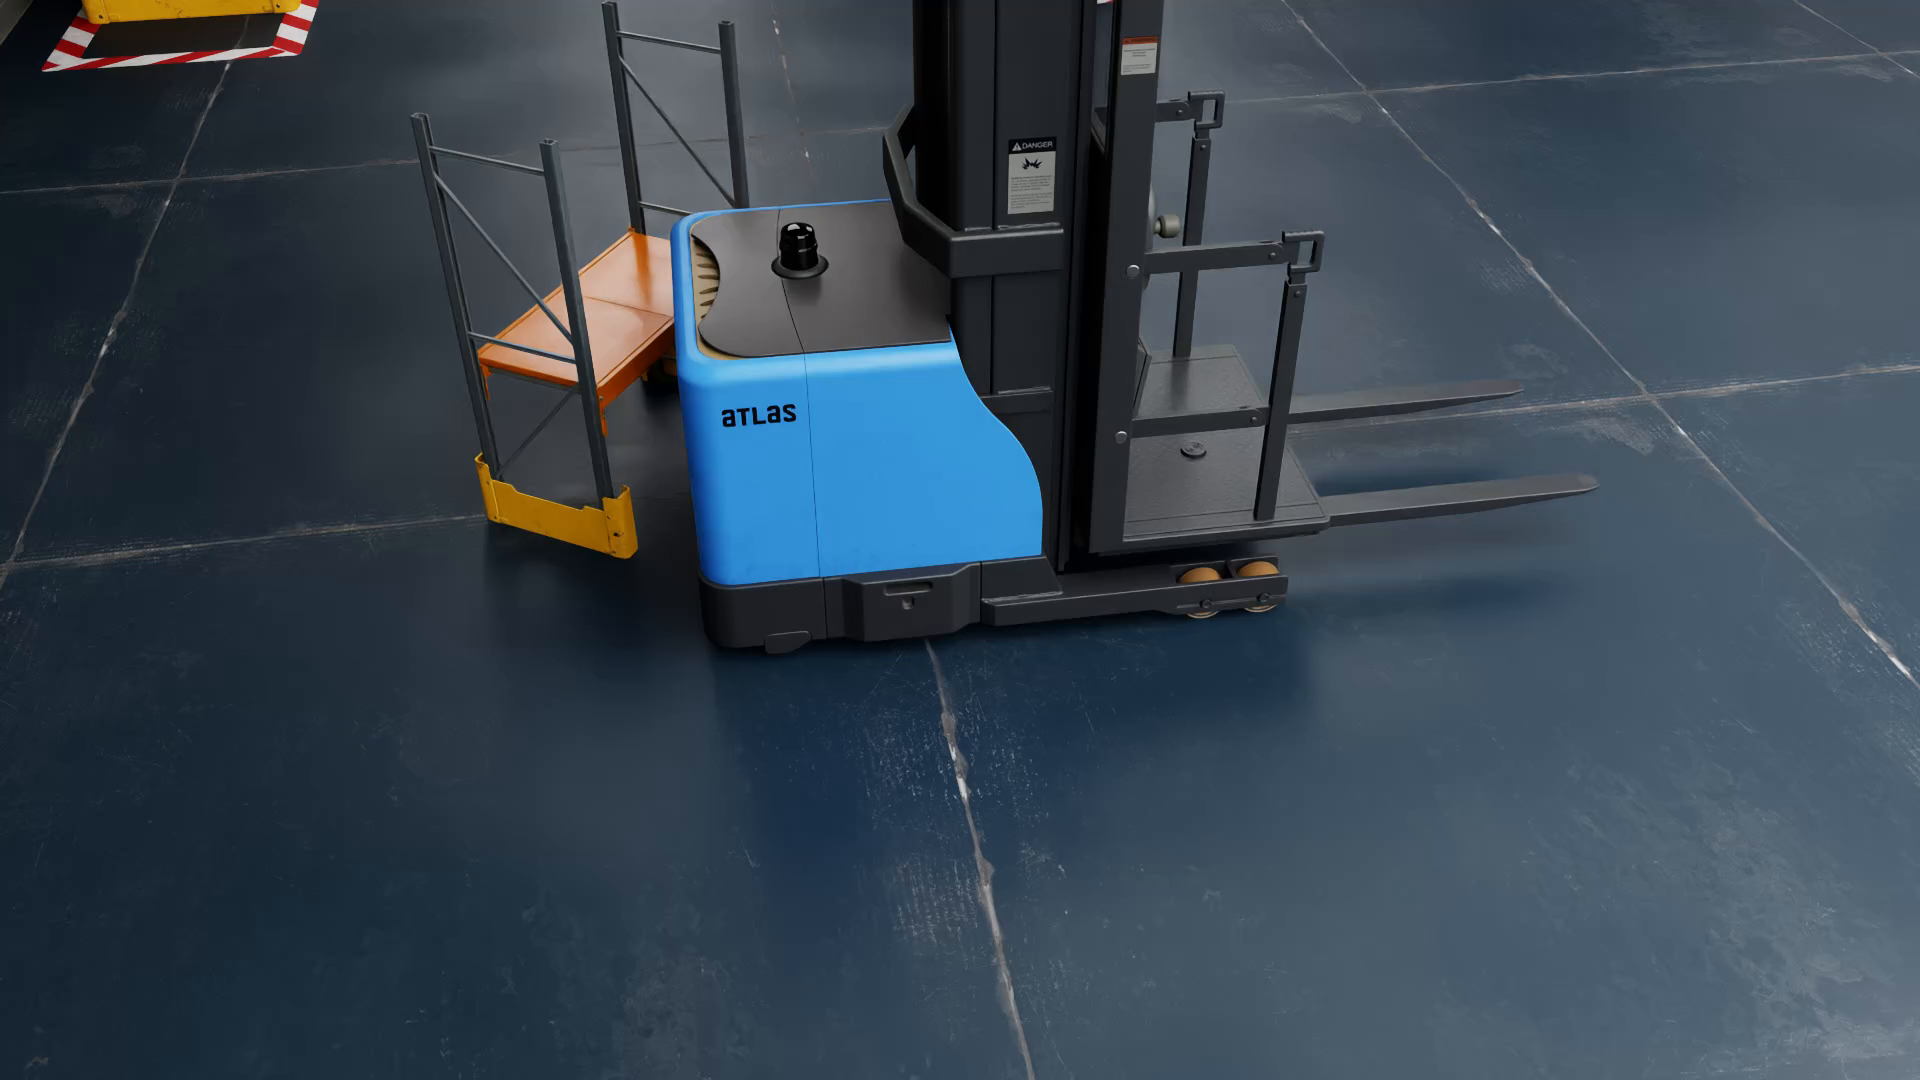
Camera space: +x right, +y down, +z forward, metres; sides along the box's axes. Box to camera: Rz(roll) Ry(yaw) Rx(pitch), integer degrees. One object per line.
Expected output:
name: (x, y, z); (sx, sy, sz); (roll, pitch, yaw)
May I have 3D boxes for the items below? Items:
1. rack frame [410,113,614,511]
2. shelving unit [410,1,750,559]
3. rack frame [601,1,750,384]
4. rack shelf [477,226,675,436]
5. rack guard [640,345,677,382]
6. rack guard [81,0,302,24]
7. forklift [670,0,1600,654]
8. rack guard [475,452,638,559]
rack frame: (-1.392, -0.608, 5.310); (0.500, 1.500, 0.032); (15, 40, 18)
shelving unit: (-1.185, -0.899, 5.685); (0.587, 1.500, 1.083); (15, 40, 18)
rack frame: (-0.985, -1.180, 6.046); (0.500, 1.500, 0.032); (15, 40, 18)
rack shelf: (-1.188, -0.752, 5.788); (0.538, 0.185, 1.000); (15, 40, 18)
rack guard: (-0.985, -0.685, 6.428); (0.587, 0.250, 0.087); (15, 40, 18)
rack guard: (-4.484, -3.328, 9.626); (1.175, 0.500, 0.348); (-6, 38, -8)
forklift: (0.619, -1.218, 4.929); (3.031, 2.935, 1.130); (-6, 38, -7)
rack guard: (-1.384, -0.126, 5.708); (0.587, 0.250, 0.087); (15, 40, 18)
